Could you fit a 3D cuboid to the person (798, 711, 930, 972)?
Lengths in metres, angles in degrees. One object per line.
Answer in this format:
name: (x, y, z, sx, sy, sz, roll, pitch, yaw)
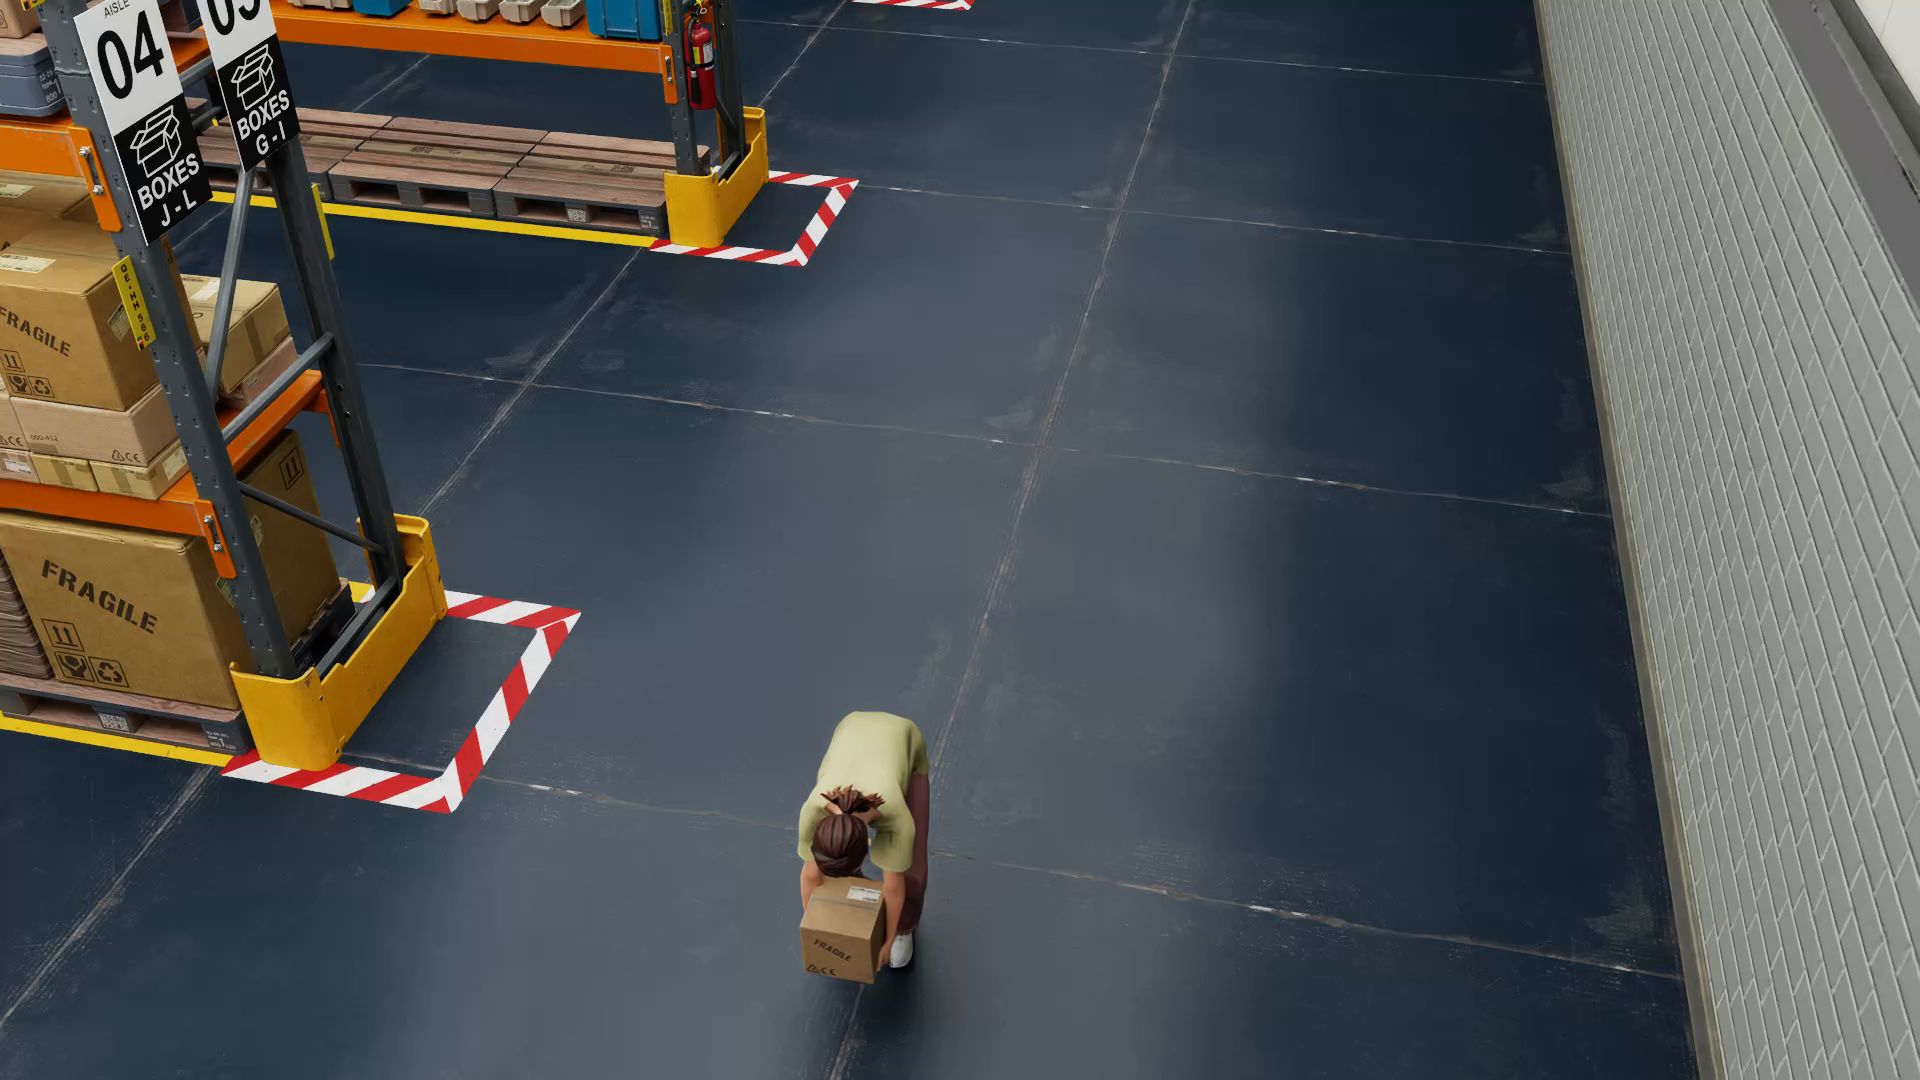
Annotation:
person: (-0.339, 1.143, 5.910, 0.436, 1.106, 0.859, 6, 37, 8)
